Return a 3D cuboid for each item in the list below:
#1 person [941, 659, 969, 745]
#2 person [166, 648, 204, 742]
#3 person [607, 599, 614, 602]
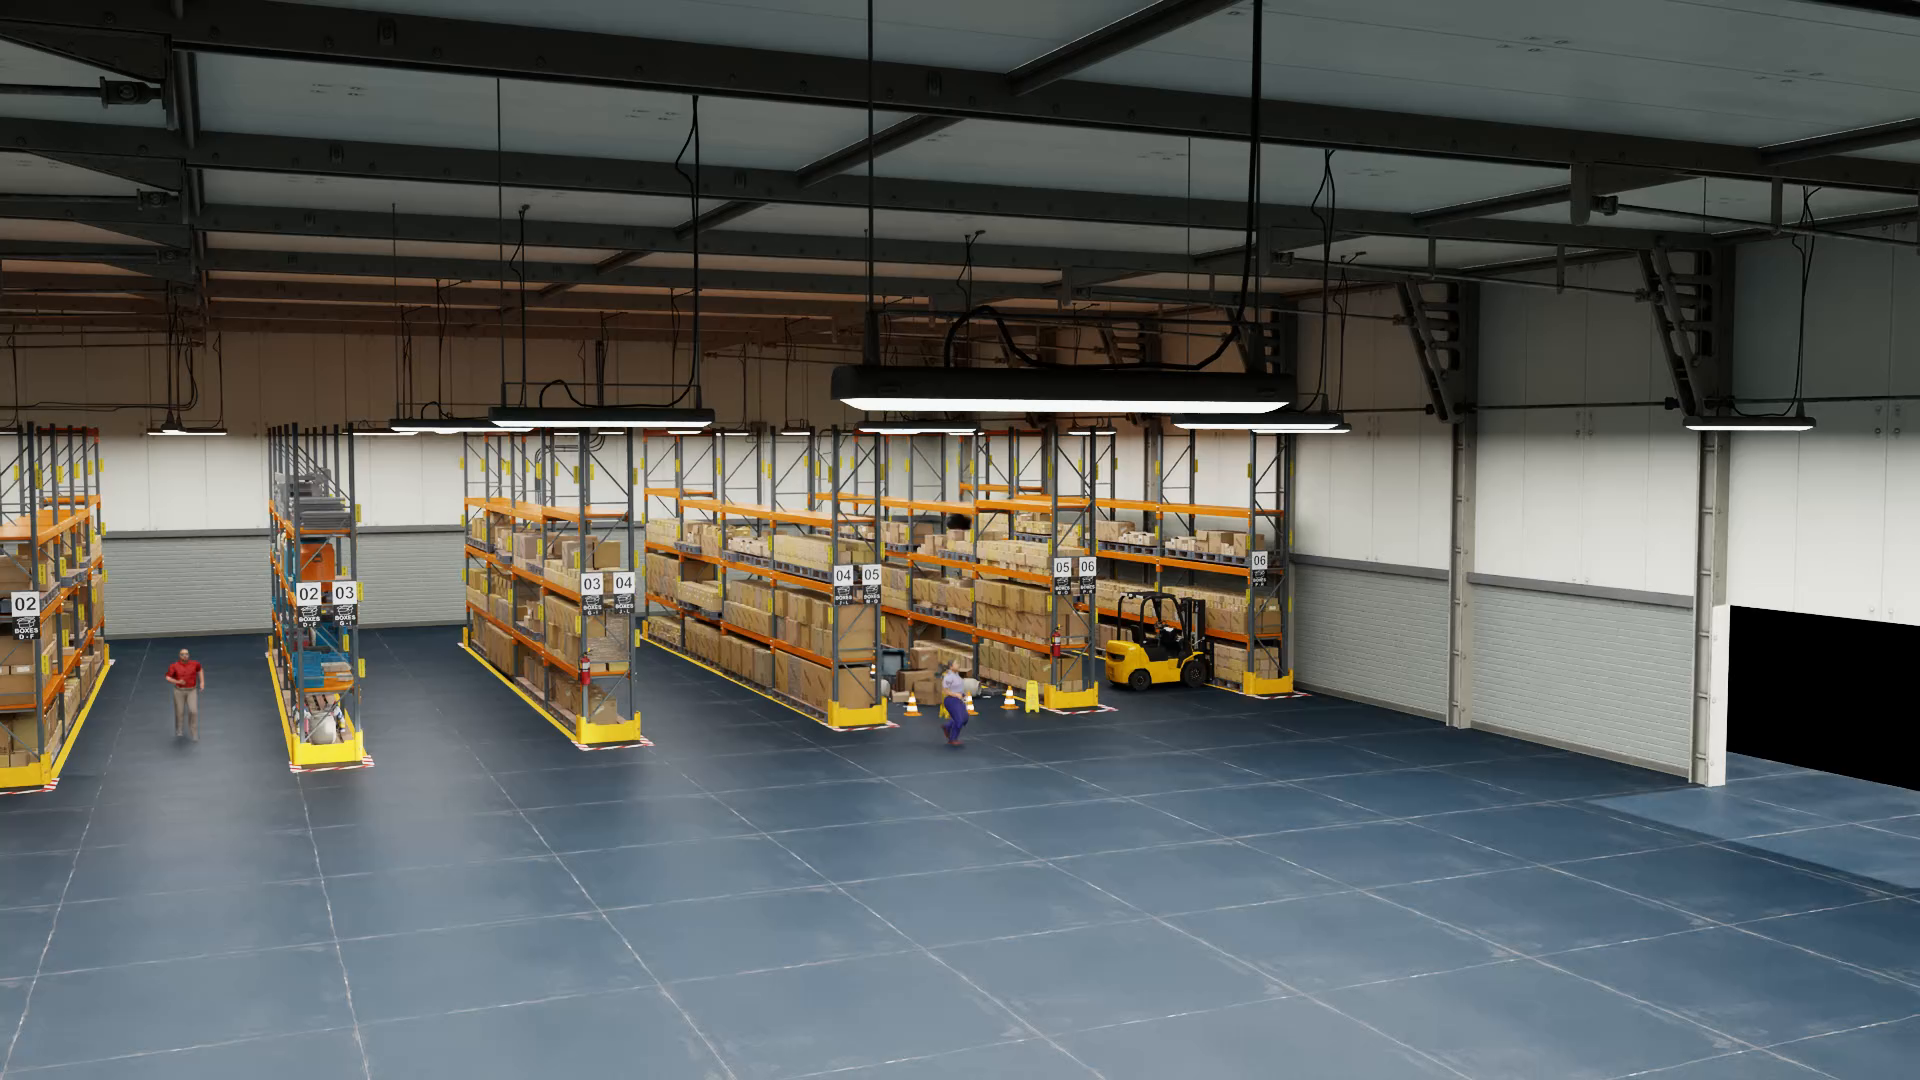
[{"bbox_3d":[-0.121,3.025,31.072,0.574,1.596,0.604,1,4,22],"label":"person"},{"bbox_3d":[-14.676,2.958,31.515,0.683,1.821,0.783,-2,4,-34],"label":"person"},{"bbox_3d":[-10.108,1.940,47.525,0.712,1.742,0.722,1,4,22],"label":"person"}]
